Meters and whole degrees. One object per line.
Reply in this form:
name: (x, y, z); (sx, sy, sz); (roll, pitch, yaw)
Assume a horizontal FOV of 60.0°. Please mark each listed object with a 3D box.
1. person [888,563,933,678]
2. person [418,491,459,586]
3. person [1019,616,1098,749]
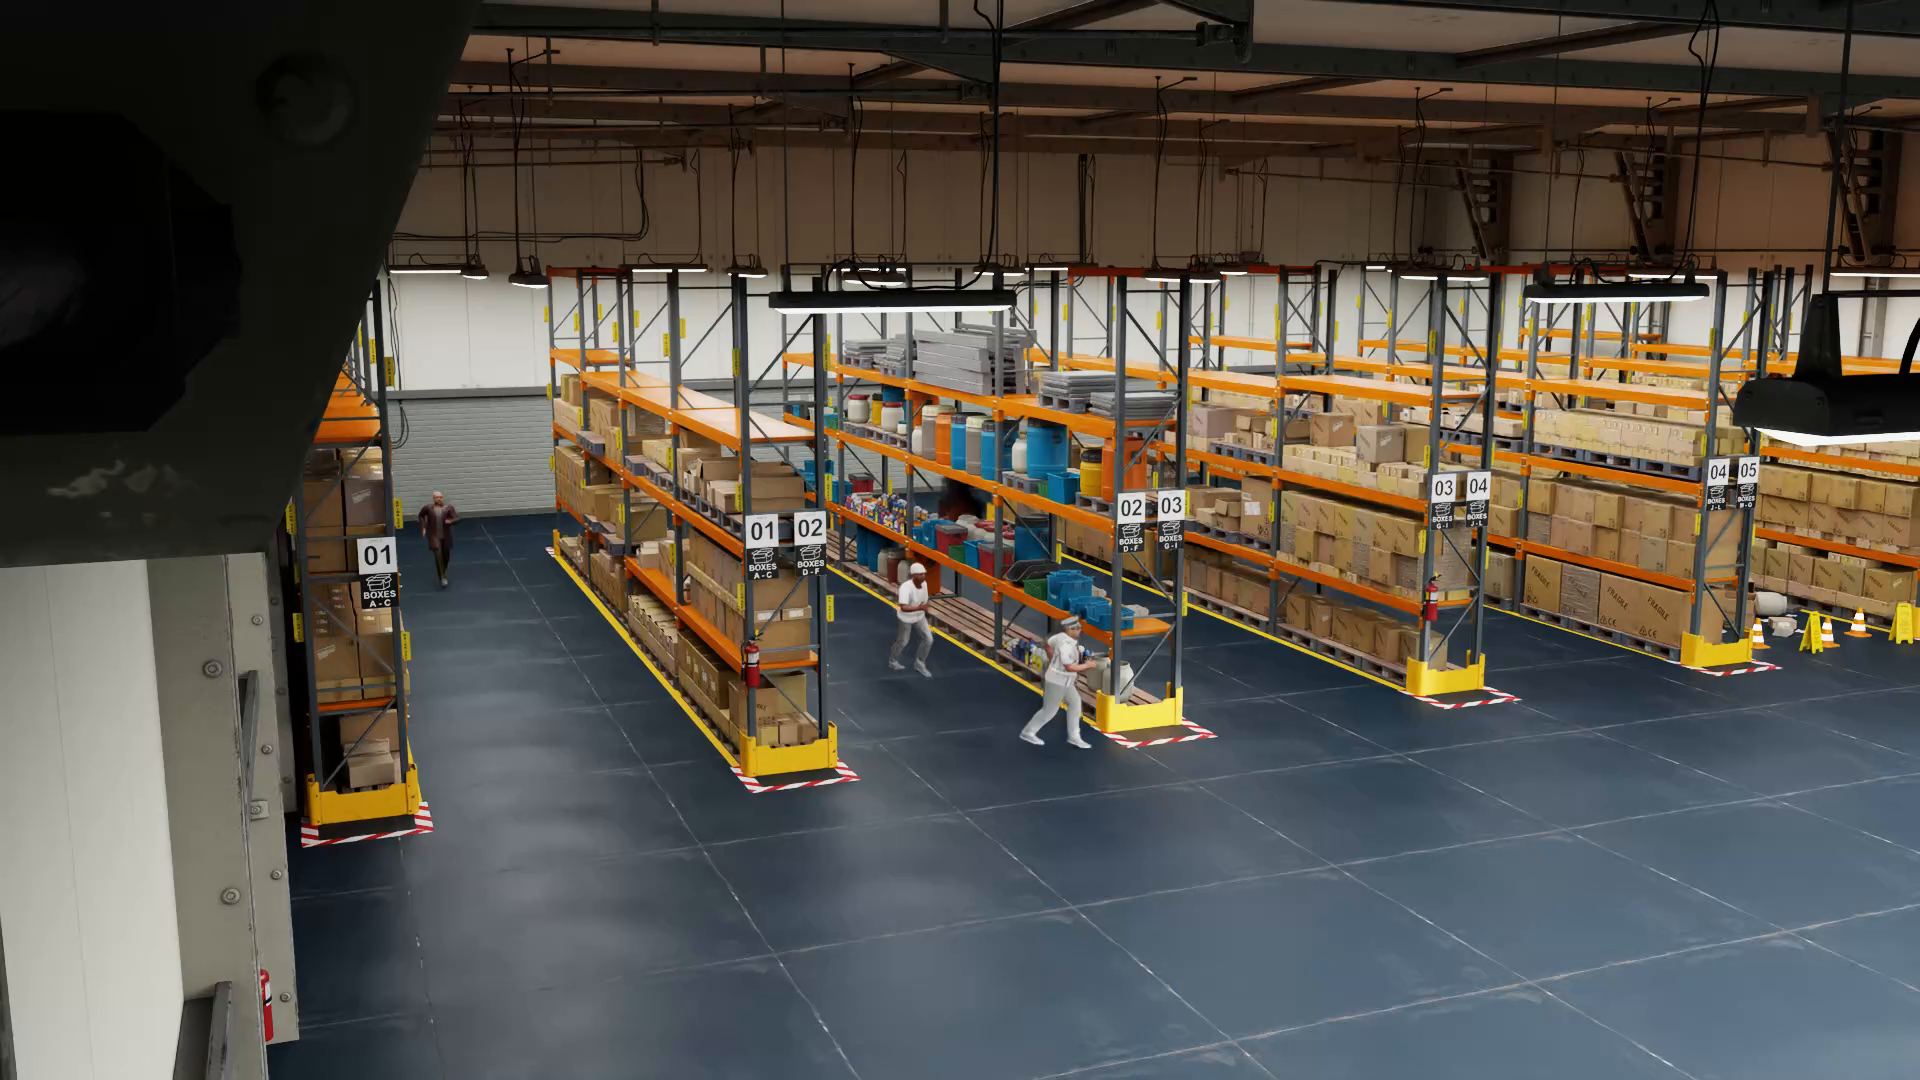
person: (-0.683, 1.156, 24.207); (0.713, 1.717, 0.973); (-9, 13, -41)
person: (-9.922, -0.063, 31.710); (0.714, 1.762, 1.046); (-4, 11, -24)
person: (1.261, 1.827, 21.188); (0.992, 1.773, 0.667); (2, 10, 9)
